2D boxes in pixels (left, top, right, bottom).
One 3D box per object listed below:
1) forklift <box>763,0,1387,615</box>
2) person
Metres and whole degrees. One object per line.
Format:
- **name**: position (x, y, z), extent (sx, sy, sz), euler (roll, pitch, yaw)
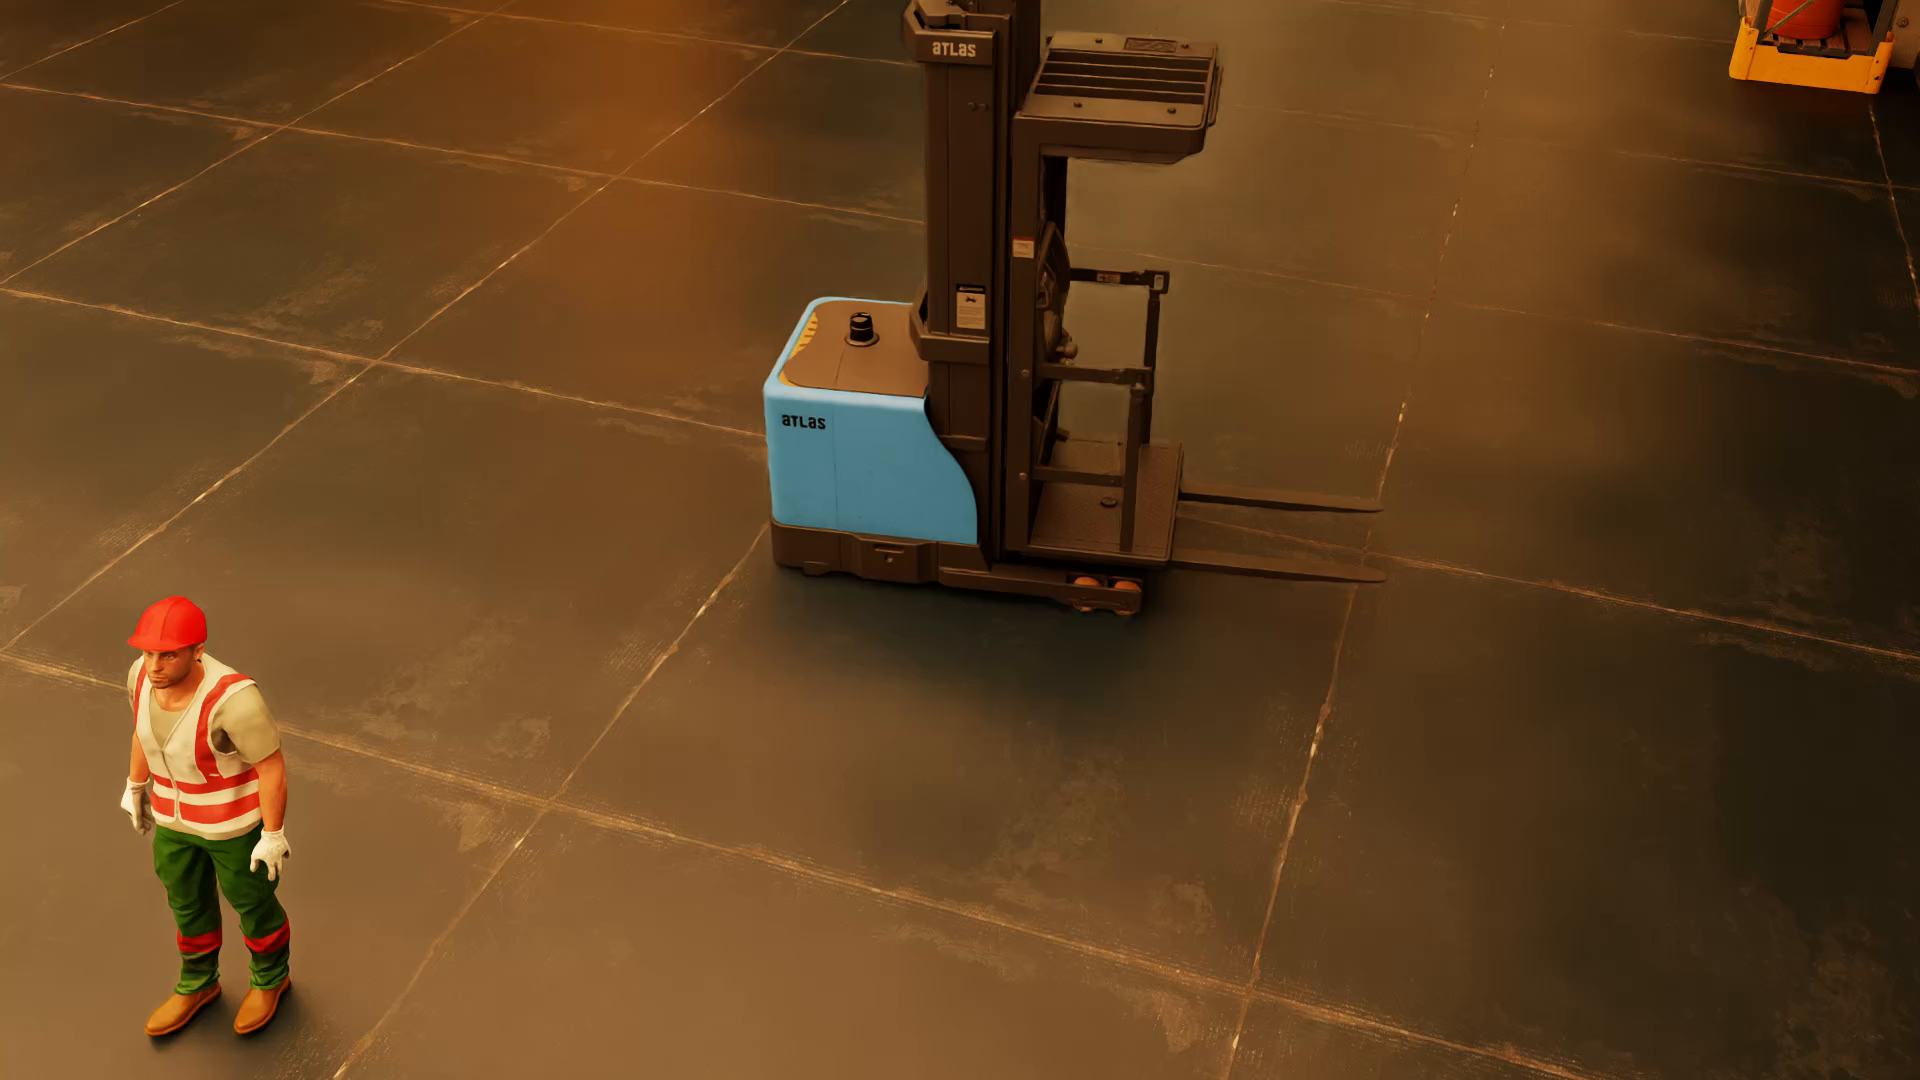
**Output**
- **forklift**: position (0.618, -1.162, 7.750), extent (3.031, 2.935, 1.130), euler (6, 36, 8)
- **person**: position (-2.614, 0.990, 5.689), extent (0.638, 1.787, 0.564), euler (11, 37, 16)
